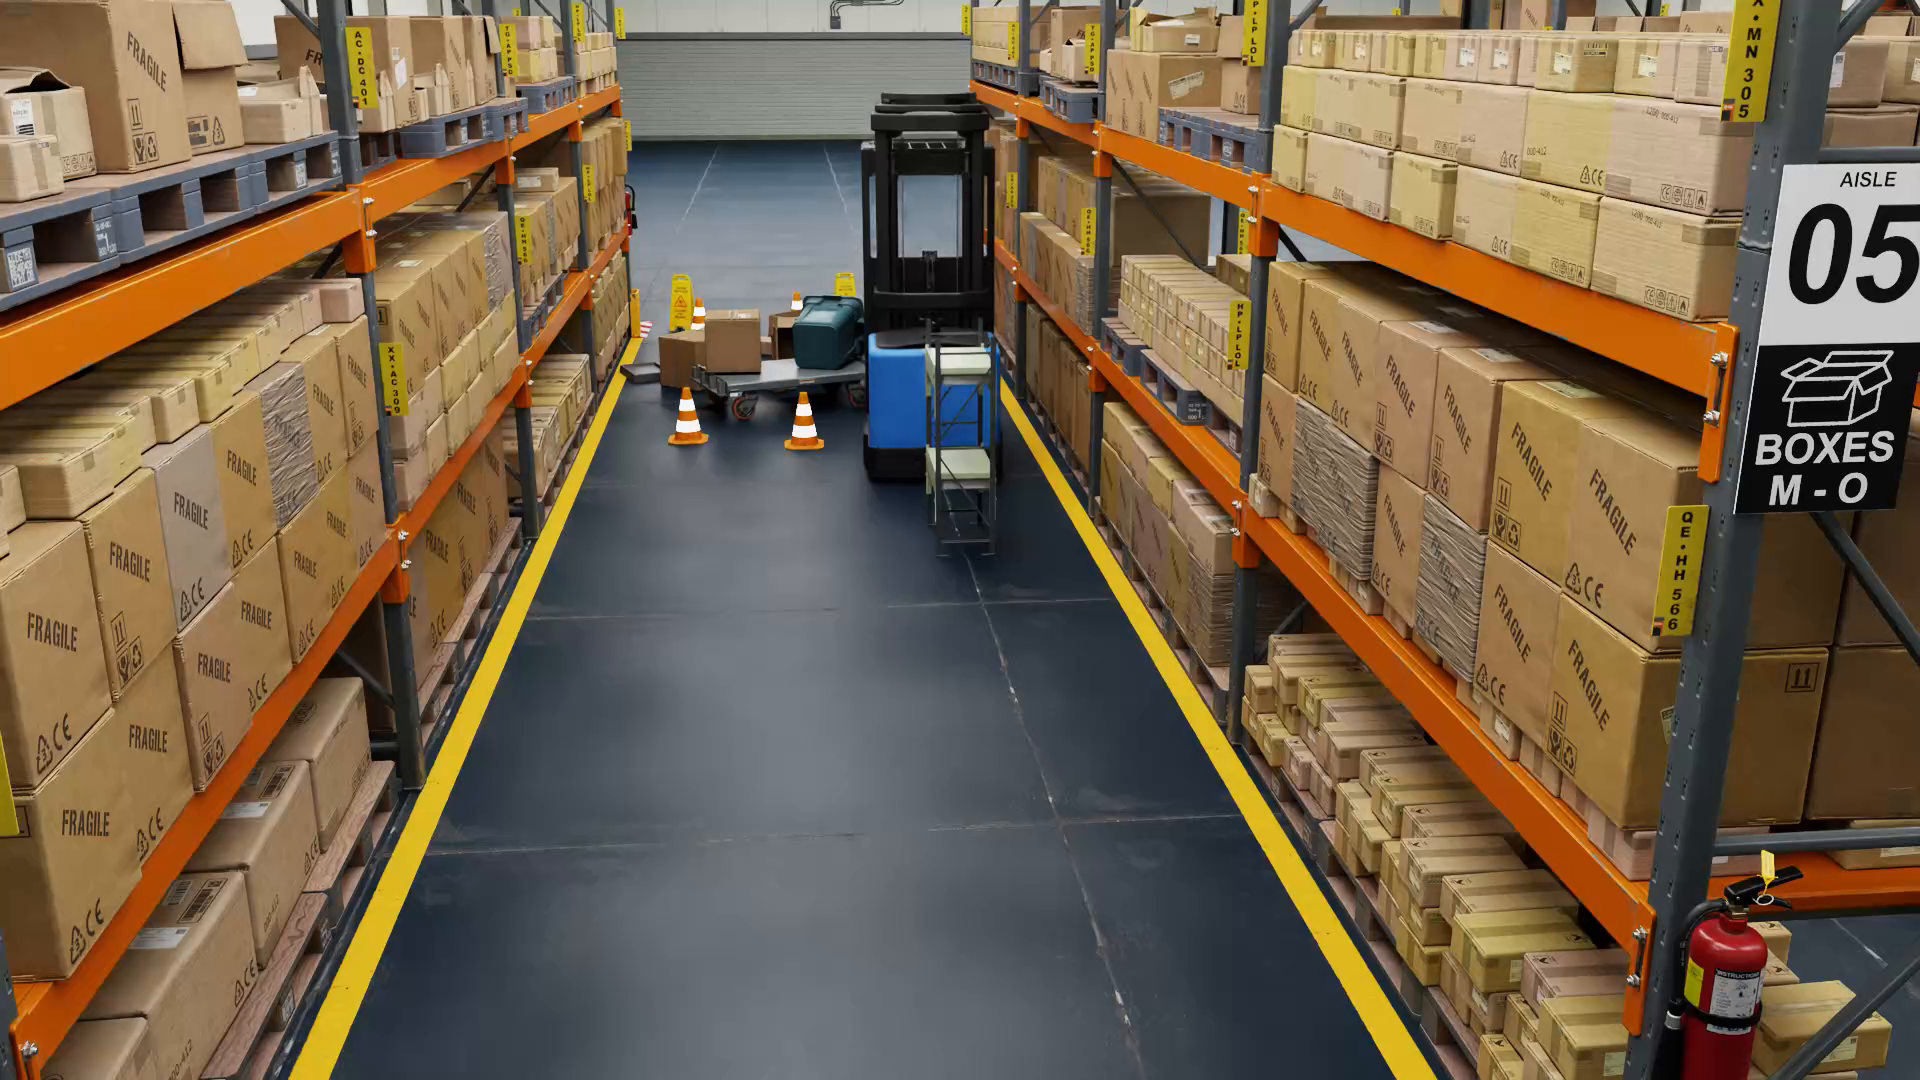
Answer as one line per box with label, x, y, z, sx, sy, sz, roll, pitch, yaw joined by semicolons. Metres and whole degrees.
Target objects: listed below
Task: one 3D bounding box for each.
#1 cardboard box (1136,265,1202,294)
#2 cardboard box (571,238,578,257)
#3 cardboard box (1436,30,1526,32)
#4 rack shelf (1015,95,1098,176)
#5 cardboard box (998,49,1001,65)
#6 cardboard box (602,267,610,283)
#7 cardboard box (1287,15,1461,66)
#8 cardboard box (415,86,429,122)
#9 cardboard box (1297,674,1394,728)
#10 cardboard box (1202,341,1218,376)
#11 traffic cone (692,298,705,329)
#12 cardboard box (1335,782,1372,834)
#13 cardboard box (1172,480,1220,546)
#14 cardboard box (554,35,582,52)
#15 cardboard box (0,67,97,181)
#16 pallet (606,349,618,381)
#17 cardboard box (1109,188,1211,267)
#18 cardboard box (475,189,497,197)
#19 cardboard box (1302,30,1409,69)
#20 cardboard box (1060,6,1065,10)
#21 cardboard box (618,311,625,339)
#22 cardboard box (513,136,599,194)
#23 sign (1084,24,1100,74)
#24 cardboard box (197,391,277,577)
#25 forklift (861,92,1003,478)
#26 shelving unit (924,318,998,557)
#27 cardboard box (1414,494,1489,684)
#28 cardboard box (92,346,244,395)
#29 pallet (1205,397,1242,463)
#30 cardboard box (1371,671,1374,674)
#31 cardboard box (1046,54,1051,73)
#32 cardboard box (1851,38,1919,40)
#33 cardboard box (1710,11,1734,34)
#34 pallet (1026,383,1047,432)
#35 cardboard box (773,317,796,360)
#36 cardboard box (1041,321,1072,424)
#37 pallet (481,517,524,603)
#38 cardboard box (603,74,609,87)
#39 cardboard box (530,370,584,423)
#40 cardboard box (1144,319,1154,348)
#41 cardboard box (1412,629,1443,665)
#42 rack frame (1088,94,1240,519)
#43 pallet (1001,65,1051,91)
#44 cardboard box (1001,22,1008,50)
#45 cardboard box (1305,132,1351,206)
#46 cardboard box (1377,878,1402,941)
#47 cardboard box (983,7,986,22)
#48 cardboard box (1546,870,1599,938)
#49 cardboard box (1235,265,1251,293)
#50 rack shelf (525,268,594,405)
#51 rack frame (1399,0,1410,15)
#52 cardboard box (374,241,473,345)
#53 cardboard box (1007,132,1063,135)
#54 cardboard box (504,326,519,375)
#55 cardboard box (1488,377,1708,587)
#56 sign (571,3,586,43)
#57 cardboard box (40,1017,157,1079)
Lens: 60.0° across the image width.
cardboard box;1.353;-1.684;10.757;0.380;0.149;0.250;-2;18;-6
cardboard box;-3.551;-2.561;14.544;0.380;0.149;0.250;-2;17;-5
cardboard box;2.201;-2.049;6.940;0.380;0.149;0.250;-1;17;-4
rack shelf;1.241;-3.300;13.374;1.077;0.370;4.000;-2;18;-6
cardboard box;0.574;-4.768;16.401;0.380;0.149;0.250;-2;17;-5
cardboard box;-3.710;-2.637;16.623;0.380;0.149;0.250;-1;17;-2
cardboard box;1.930;-2.220;7.864;0.700;0.500;0.500;-2;18;-6
cardboard box;-2.836;-2.149;8.196;0.380;0.166;0.250;-3;18;-9
cardboard box;1.733;0.718;7.446;0.380;0.149;0.250;-2;18;-6
cardboard box;1.538;-0.993;9.054;0.380;0.149;0.250;-2;18;-7
traffic cone;-2.964;-2.518;18.925;0.336;0.463;0.334;-2;18;-6
cardboard box;1.748;1.096;6.741;0.380;0.149;0.250;-2;18;-6
cardboard box;1.491;-0.158;9.391;0.500;0.250;0.500;-1;17;-3
cardboard box;-3.643;-4.497;15.074;0.380;0.149;0.250;-1;17;-4
cardboard box;-2.746;-1.134;4.554;0.500;0.311;0.500;-1;17;-5
pallet;-4.112;-1.858;17.242;1.003;0.211;1.213;-2;18;-6
cardboard box;1.411;-2.275;12.079;0.700;0.500;0.500;-2;18;-6
cardboard box;-4.026;-2.569;13.489;0.500;0.500;0.500;-2;18;-6
cardboard box;1.643;-2.036;6.898;0.380;0.149;0.250;-3;18;-8
cardboard box;1.202;-5.246;16.591;0.380;0.149;0.250;-2;18;-6
cardboard box;-3.895;-2.318;17.942;0.500;0.250;0.500;-2;18;-5
cardboard box;-3.709;-3.429;15.260;0.700;0.500;0.500;-2;18;-6
sign;0.894;-3.317;11.232;0.100;0.325;0.005;-2;18;-6
cardboard box;-2.581;-0.182;5.412;0.500;0.500;0.500;-2;18;-5
forklift;-0.272;-2.269;14.012;1.130;2.935;3.031;-1;17;-3
shelving unit;-0.001;-0.718;11.459;0.431;1.500;0.755;-2;18;-6
cardboard box;1.860;0.147;5.536;0.500;0.500;0.500;-2;18;-5
cardboard box;-2.596;-0.538;5.464;0.380;0.149;0.250;-2;18;-6
pallet;1.925;-0.565;8.789;1.003;0.211;1.213;-2;18;-6
cardboard box;2.155;0.550;7.984;0.380;0.149;0.250;-1;17;-4
cardboard box;0.920;-3.942;13.768;0.380;0.149;0.250;-2;18;-6
cardboard box;2.457;-1.201;4.237;0.380;0.149;0.250;-1;17;-3
cardboard box;6.029;-3.743;12.584;0.500;0.500;0.500;-2;18;-6
pallet;1.189;-1.250;15.306;1.003;0.211;1.213;-2;18;-6
cardboard box;-1.487;-1.967;16.875;0.797;0.637;0.503;-2;18;-6
cardboard box;1.284;-1.465;14.391;1.050;0.750;0.750;-2;18;-6
pallet;-3.460;0.135;10.896;1.003;0.211;1.213;-2;18;-6
cardboard box;-3.925;-4.877;17.615;0.380;0.149;0.250;-1;17;-4
cardboard box;-3.745;-1.201;14.181;0.950;0.372;0.625;-1;17;-2
cardboard box;1.378;-1.316;10.581;0.380;0.149;0.250;-1;17;-3
cardboard box;1.868;0.334;6.026;0.380;0.149;0.250;-1;17;-5
rack frame;1.447;-1.616;11.817;1.000;3.000;0.127;-2;18;-6
pallet;0.960;-4.441;15.955;1.003;0.211;1.213;-2;18;-6
cardboard box;0.676;-4.847;15.986;0.500;0.250;0.500;-2;18;-6
cardboard box;1.706;-1.489;6.654;0.500;0.250;0.500;-2;18;-6
cardboard box;1.806;1.393;6.292;0.380;0.149;0.250;-1;17;-5
cardboard box;0.444;-5.527;17.487;0.380;0.149;0.250;-2;18;-7
cardboard box;2.348;1.312;6.053;0.380;0.149;0.250;-3;18;-8
cardboard box;2.004;-1.696;10.796;0.380;0.149;0.250;-1;17;-4
rack shelf;-3.673;-1.686;13.240;1.077;0.370;4.000;-2;18;-6
rack frame;5.566;-6.985;18.903;1.000;3.000;0.127;-2;18;-6
cardboard box;-3.002;-1.360;9.165;0.500;0.500;0.500;-2;18;-7
cardboard box;0.939;-3.831;16.819;0.875;0.550;0.550;-2;18;-6
cardboard box;-3.156;-1.219;10.802;0.500;0.250;0.500;-2;18;-8
cardboard box;1.925;-0.179;4.906;0.500;0.500;0.500;-2;18;-8
sign;-3.327;-4.509;14.502;0.100;0.325;0.005;-2;18;-6
cardboard box;-2.809;1.779;4.579;0.875;0.438;0.875;-2;18;-8
